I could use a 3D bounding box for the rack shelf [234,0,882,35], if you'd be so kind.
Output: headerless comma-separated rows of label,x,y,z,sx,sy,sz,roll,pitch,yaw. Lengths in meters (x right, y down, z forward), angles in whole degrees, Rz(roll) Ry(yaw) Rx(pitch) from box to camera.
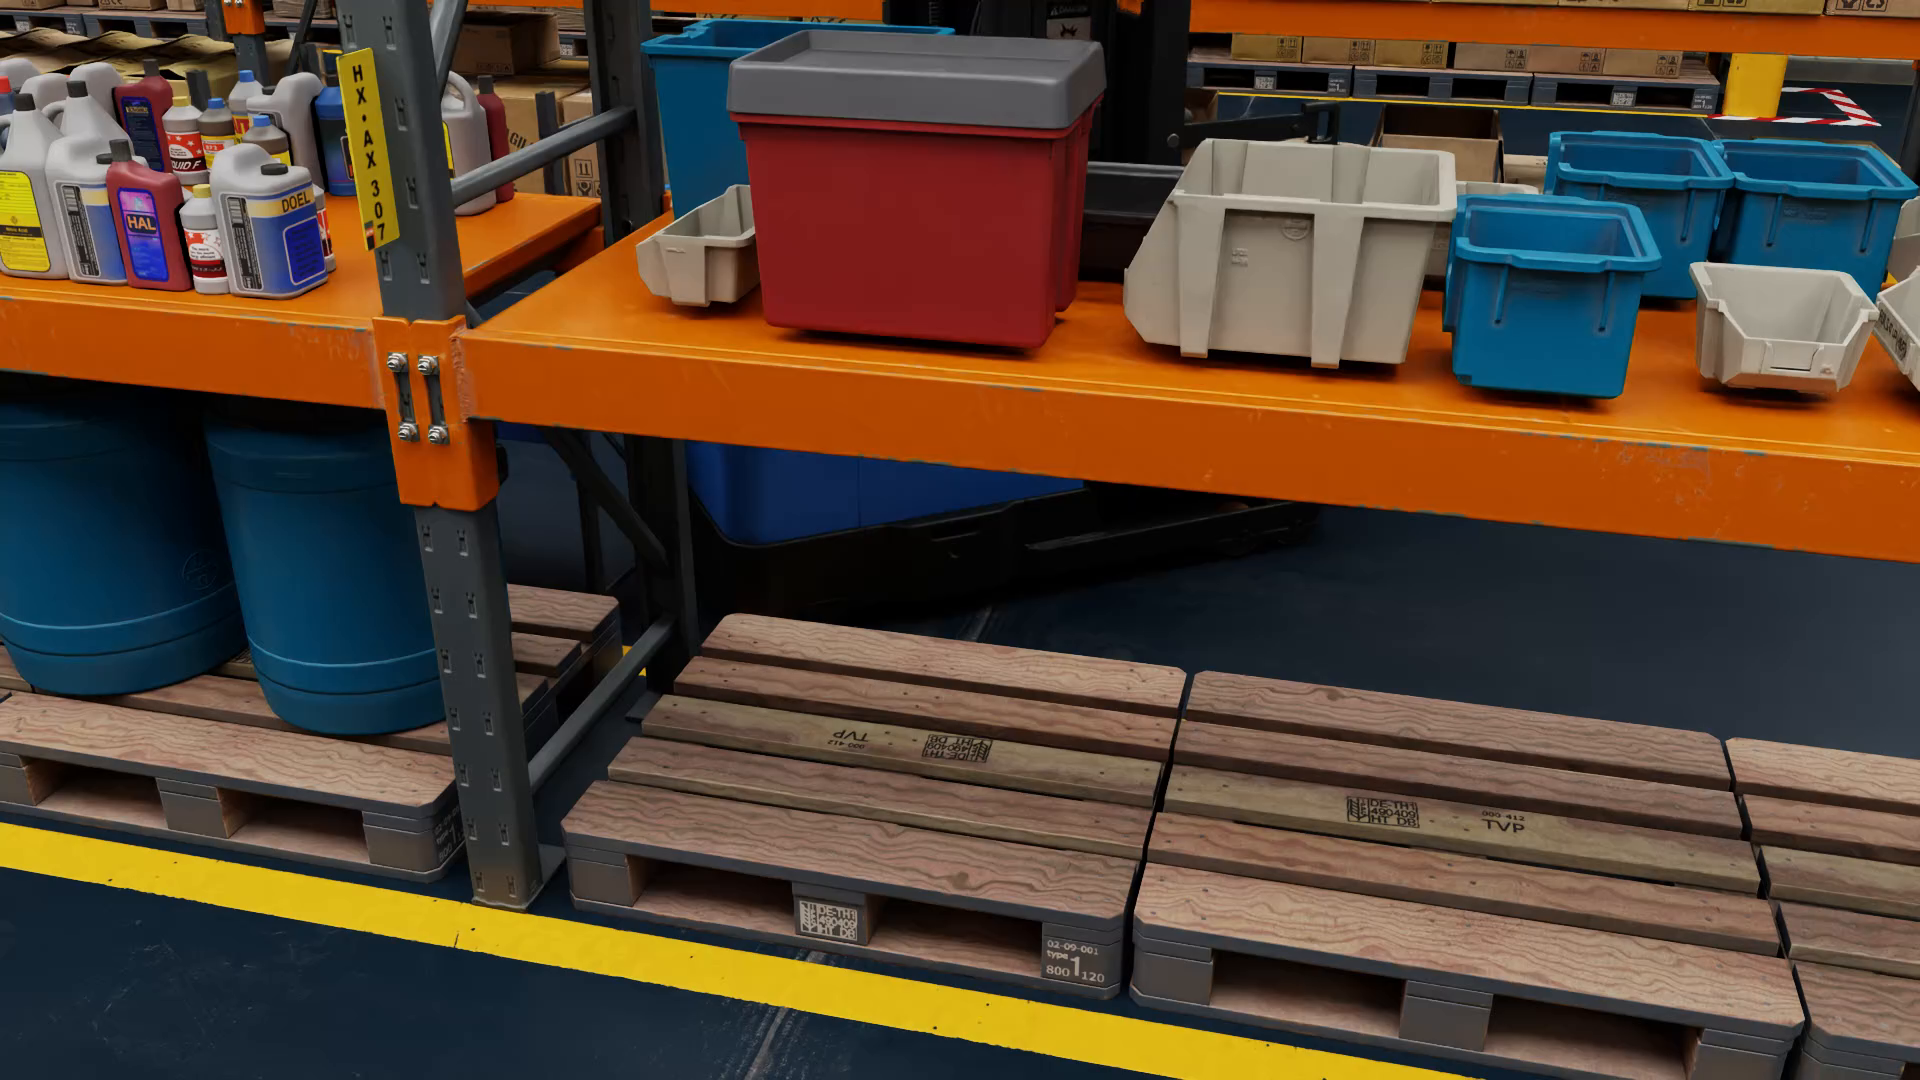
rack shelf,-1.567,-2.718,8.306,4.000,0.370,1.077,6,26,13

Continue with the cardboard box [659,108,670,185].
cardboard box,-1.141,-1.942,8.236,0.500,0.500,0.500,7,26,14

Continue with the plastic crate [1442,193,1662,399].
plastic crate,0.954,-0.403,2.732,0.300,0.233,0.416,6,26,13

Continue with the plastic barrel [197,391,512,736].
plastic barrel,-1.390,-0.074,3.869,0.708,0.901,0.600,6,26,13

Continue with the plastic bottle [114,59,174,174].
plastic bottle,-1.976,-1.026,4.051,0.133,0.283,0.061,6,26,13

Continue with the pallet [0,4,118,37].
pallet,-7.992,-4.675,14.825,1.213,0.211,1.003,6,26,13

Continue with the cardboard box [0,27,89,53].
cardboard box,-5.440,-2.799,9.698,0.500,0.311,0.500,6,26,12

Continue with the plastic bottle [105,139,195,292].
plastic bottle,-1.565,-0.627,3.214,0.133,0.283,0.061,6,26,13

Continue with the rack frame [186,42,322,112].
rack frame,-1.920,-0.636,4.842,0.032,1.500,0.500,7,26,15

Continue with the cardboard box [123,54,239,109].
cardboard box,-4.072,-2.411,8.883,0.500,0.311,0.500,7,26,14

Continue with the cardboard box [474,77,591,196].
cardboard box,-2.141,-2.049,8.461,0.500,0.500,0.500,6,26,12

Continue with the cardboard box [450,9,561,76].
cardboard box,-2.484,-2.658,8.868,0.500,0.250,0.500,7,26,15

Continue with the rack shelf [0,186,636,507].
rack shelf,-2.804,-0.656,3.975,4.000,0.370,1.077,6,26,13

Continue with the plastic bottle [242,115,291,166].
plastic bottle,-1.588,-0.870,3.820,0.097,0.201,0.097,0,25,0

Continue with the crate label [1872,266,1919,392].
crate label,1.619,-0.315,2.659,0.243,0.136,0.396,6,26,13

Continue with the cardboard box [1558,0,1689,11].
cardboard box,2.757,-2.490,6.874,0.500,0.500,0.500,7,26,13

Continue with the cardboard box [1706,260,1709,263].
cardboard box,3.286,-1.356,7.393,0.250,0.166,0.380,6,26,13

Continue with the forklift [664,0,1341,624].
forklift,0.574,-1.472,4.932,3.031,2.935,1.130,-10,27,-21

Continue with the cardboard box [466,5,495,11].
cardboard box,-3.942,-4.590,13.797,0.500,0.500,0.700,6,26,13

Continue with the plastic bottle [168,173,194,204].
plastic bottle,-1.563,-0.625,3.305,0.097,0.201,0.097,0,25,0

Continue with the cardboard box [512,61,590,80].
cardboard box,-2.038,-2.269,8.922,0.500,0.500,0.500,5,26,11

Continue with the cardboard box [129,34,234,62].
cardboard box,-4.449,-2.689,9.466,0.500,0.311,0.500,6,26,12

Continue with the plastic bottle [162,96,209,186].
plastic bottle,-1.869,-0.969,4.027,0.097,0.201,0.097,0,25,0

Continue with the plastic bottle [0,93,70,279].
plastic bottle,-1.839,-0.706,3.302,0.185,0.351,0.144,6,26,13

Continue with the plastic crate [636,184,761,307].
plastic crate,-0.452,-0.565,3.185,0.243,0.136,0.396,6,26,13

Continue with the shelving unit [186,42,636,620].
shelving unit,-1.434,-0.573,4.708,1.048,1.500,0.538,7,26,15

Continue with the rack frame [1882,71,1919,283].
rack frame,4.244,-2.400,6.802,0.127,3.000,1.000,6,26,13

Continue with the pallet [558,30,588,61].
pallet,-3.030,-4.144,13.710,1.213,0.211,1.003,6,26,13

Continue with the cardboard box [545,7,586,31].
cardboard box,-2.984,-4.445,13.492,0.500,0.500,0.700,7,26,14

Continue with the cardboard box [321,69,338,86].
cardboard box,-3.134,-2.159,8.691,0.500,0.500,0.500,7,26,15

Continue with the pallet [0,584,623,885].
pallet,-1.604,0.393,4.180,1.213,0.211,1.003,6,26,13

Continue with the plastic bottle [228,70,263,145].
plastic bottle,-1.680,-0.980,3.968,0.097,0.271,0.097,0,25,0

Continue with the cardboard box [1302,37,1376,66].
cardboard box,2.785,-3.774,12.107,0.500,0.500,0.700,6,26,12

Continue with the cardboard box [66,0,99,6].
cardboard box,-7.692,-4.838,14.728,0.250,0.149,0.380,4,26,9

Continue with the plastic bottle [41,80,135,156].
plastic bottle,-1.803,-0.767,3.428,0.185,0.351,0.144,6,26,13

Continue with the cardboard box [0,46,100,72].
cardboard box,-5.066,-2.520,9.111,0.500,0.311,0.500,6,26,13

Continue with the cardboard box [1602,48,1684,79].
cardboard box,4.771,-3.557,11.651,0.500,0.500,0.700,6,26,13

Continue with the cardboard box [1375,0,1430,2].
cardboard box,1.777,-2.597,7.100,0.500,0.500,0.500,6,26,13

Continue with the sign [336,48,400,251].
sign,-1.006,-0.663,2.831,0.005,0.325,0.100,6,26,13

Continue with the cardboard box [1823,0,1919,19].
cardboard box,3.743,-2.380,6.643,0.500,0.500,0.500,7,26,15

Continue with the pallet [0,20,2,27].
pallet,-9.170,-4.807,15.101,1.213,0.211,1.003,6,26,13

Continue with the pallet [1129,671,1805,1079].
pallet,1.040,0.685,3.566,1.213,0.211,1.003,6,26,13

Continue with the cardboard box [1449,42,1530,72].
cardboard box,3.799,-3.664,11.876,0.500,0.500,0.700,5,26,11

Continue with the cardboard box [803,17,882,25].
cardboard box,-0.747,-4.308,12.822,0.750,0.750,0.750,6,26,13

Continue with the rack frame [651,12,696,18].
rack frame,-2.274,-5.319,12.933,0.127,3.000,1.000,6,26,13

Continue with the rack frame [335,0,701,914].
rack frame,-0.867,-0.767,3.371,0.127,3.000,1.000,6,26,13

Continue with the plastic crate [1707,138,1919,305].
plastic crate,1.575,-0.594,3.134,0.300,0.233,0.416,6,26,13

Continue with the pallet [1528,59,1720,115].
pallet,4.680,-3.257,11.845,1.213,0.211,1.003,6,26,13

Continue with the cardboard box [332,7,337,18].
cardboard box,-4.918,-4.711,14.052,0.500,0.500,0.700,6,26,12

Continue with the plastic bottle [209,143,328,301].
plastic bottle,-1.329,-0.618,3.203,0.135,0.276,0.152,6,26,13

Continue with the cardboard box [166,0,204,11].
cardboard box,-6.673,-4.712,14.441,0.250,0.166,0.380,3,26,6

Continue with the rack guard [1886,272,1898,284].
rack guard,4.171,-1.280,7.356,0.348,0.500,1.175,6,26,13

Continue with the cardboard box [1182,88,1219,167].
cardboard box,0.993,-1.955,8.264,0.500,0.500,0.500,6,26,13

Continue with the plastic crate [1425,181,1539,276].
plastic crate,0.894,-0.613,3.286,0.466,0.136,0.293,6,26,13

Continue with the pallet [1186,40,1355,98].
pallet,2.317,-3.518,12.394,1.213,0.211,1.003,6,26,13

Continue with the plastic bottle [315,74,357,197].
plastic bottle,-1.456,-0.955,3.916,0.097,0.271,0.097,0,25,0

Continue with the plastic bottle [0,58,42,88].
plastic bottle,-2.342,-1.043,4.095,0.135,0.276,0.152,6,26,13

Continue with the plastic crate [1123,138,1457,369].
plastic crate,0.566,-0.500,2.879,0.530,0.282,0.437,6,26,13

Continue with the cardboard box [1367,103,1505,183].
cardboard box,2.191,-1.701,7.725,0.637,0.503,0.797,6,26,13
